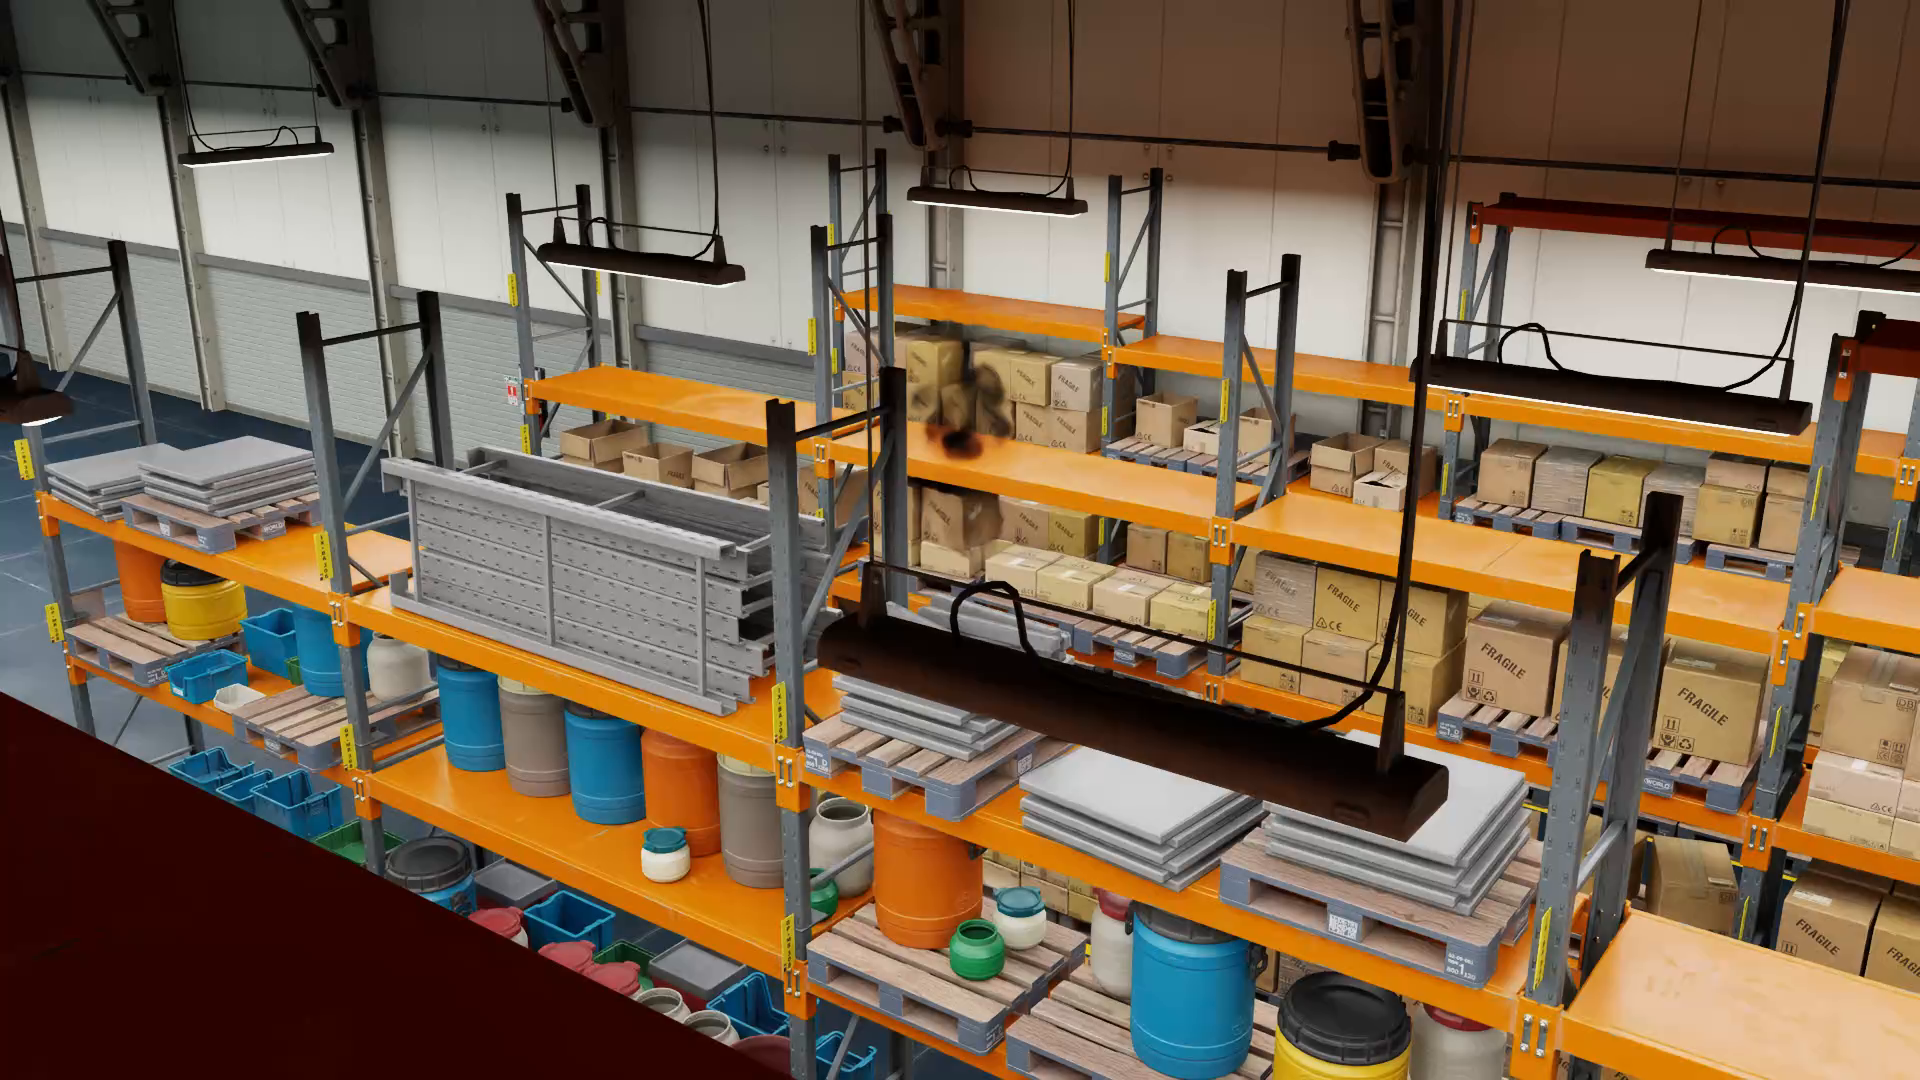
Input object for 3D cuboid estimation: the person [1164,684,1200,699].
[{"bbox_3d":[2.287,1.874,16.748,0.918,1.828,0.599,9,20,25],"label":"person"}]
